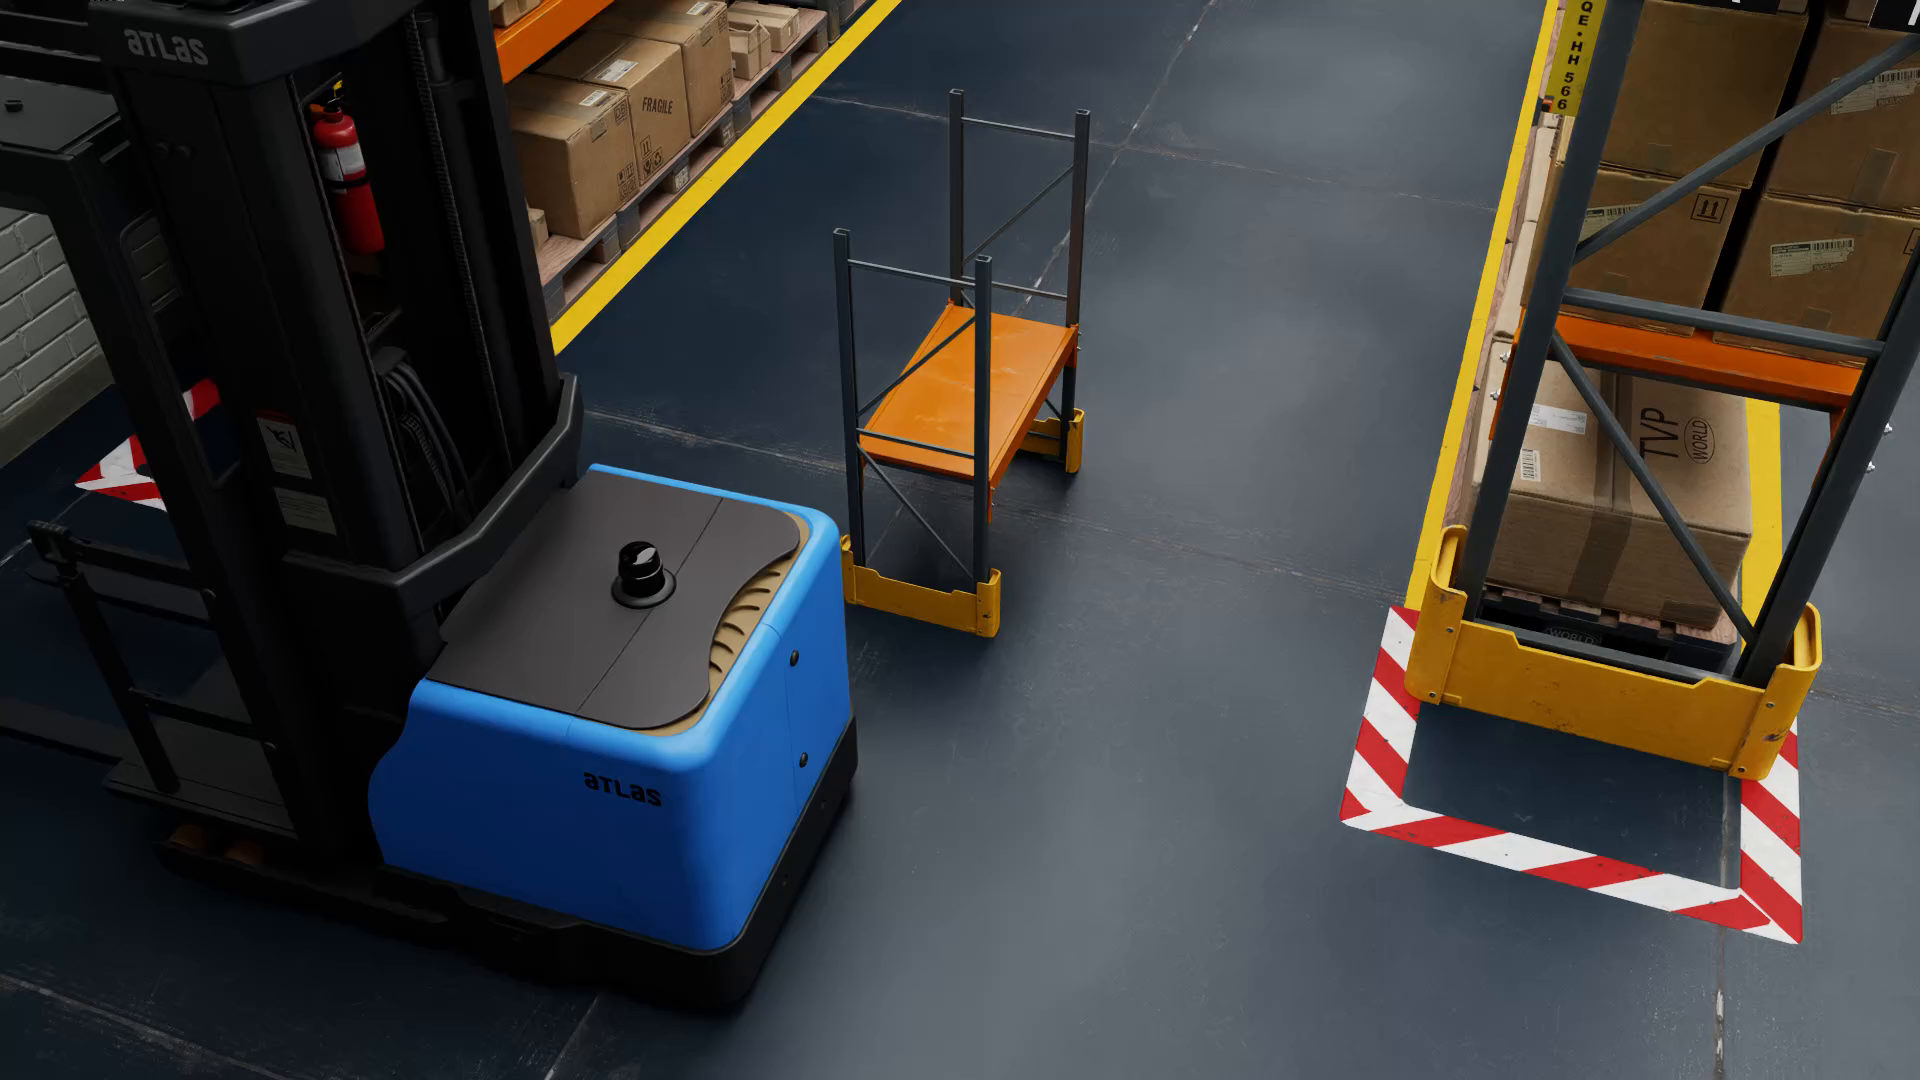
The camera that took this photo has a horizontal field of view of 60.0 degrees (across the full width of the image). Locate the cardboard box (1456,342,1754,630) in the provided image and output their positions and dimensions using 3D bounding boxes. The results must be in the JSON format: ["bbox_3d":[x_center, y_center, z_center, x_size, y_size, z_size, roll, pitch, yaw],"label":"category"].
[{"bbox_3d":[2.243,-0.213,5.839,0.875,0.438,0.875,12,42,14],"label":"cardboard box"}]

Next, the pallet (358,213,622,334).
[{"bbox_3d":[-2.257,-1.175,7.464,1.003,0.211,1.213,13,42,15],"label":"pallet"}]

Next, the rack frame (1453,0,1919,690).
[{"bbox_3d":[2.111,-0.603,4.646,1.000,3.000,0.127,13,42,15],"label":"rack frame"}]

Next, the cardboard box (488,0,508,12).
[{"bbox_3d":[-1.974,-2.283,6.502,0.500,0.250,0.500,14,42,16],"label":"cardboard box"}]

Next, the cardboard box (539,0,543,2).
[{"bbox_3d":[-1.854,-2.384,6.927,0.380,0.149,0.250,14,42,16],"label":"cardboard box"}]

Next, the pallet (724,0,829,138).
[{"bbox_3d":[-1.423,-2.663,9.209,1.003,0.211,1.213,13,42,15],"label":"pallet"}]

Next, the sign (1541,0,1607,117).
[{"bbox_3d":[1.606,-1.263,4.345,0.100,0.325,0.005,13,42,15],"label":"sign"}]

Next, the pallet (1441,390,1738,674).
[{"bbox_3d":[2.311,-0.048,6.143,1.003,0.211,1.213,13,42,15],"label":"pallet"}]

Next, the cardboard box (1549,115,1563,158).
[{"bbox_3d":[2.380,-1.613,5.753,0.500,0.500,0.500,14,43,16],"label":"cardboard box"}]

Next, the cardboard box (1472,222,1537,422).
[{"bbox_3d":[2.548,-0.773,6.496,0.875,0.438,0.875,14,43,16],"label":"cardboard box"}]

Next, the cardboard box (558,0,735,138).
[{"bbox_3d":[-1.573,-2.410,8.366,0.700,0.500,0.500,12,42,13],"label":"cardboard box"}]

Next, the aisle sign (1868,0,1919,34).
[{"bbox_3d":[2.359,-1.484,3.676,0.394,0.787,0.004,13,42,15],"label":"aisle sign"}]

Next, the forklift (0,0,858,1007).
[{"bbox_3d":[-1.900,-0.370,4.425,3.031,2.935,1.130,12,42,13],"label":"forklift"}]

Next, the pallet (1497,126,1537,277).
[{"bbox_3d":[3.145,-1.536,7.888,1.003,0.211,1.213,13,42,15],"label":"pallet"}]

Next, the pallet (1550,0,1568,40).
[{"bbox_3d":[4.087,-3.216,9.857,1.003,0.211,1.213,13,42,15],"label":"pallet"}]

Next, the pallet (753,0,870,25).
[{"bbox_3d":[-0.944,-3.586,10.291,1.003,0.211,1.213,13,42,15],"label":"pallet"}]

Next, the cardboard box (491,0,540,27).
[{"bbox_3d":[-1.940,-2.221,6.736,0.380,0.149,0.250,15,43,16],"label":"cardboard box"}]

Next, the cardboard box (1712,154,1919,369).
[{"bbox_3d":[2.545,-0.871,4.882,0.500,0.500,0.500,13,42,15],"label":"cardboard box"}]

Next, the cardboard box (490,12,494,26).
[{"bbox_3d":[-2.084,-2.080,6.571,0.380,0.149,0.250,13,42,15],"label":"cardboard box"}]

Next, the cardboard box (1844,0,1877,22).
[{"bbox_3d":[2.493,-1.424,4.260,0.380,0.149,0.250,14,42,16],"label":"cardboard box"}]

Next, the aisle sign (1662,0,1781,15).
[{"bbox_3d":[1.795,-1.617,3.832,0.394,0.787,0.004,13,42,15],"label":"aisle sign"}]

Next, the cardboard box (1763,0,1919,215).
[{"bbox_3d":[2.543,-1.251,4.558,0.500,0.500,0.500,12,42,14],"label":"cardboard box"}]

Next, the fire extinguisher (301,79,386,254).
[{"bbox_3d":[-2.171,-1.339,5.856,0.296,0.674,0.183,13,42,15],"label":"fire extinguisher"}]

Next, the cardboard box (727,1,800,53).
[{"bbox_3d":[-1.101,-2.813,9.109,0.380,0.149,0.250,12,42,14],"label":"cardboard box"}]

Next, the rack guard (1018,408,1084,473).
[{"bbox_3d":[0.196,-0.445,6.579,0.587,0.250,0.087,13,42,15],"label":"rack guard"}]

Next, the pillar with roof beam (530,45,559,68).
[{"bbox_3d":[1.773,-5.245,5.464,9.100,9.000,0.400,13,42,15],"label":"pillar with roof beam"}]

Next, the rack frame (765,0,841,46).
[{"bbox_3d":[-1.187,-4.143,8.794,1.000,3.000,0.127,13,42,15],"label":"rack frame"}]

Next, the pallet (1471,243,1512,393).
[{"bbox_3d":[2.730,-0.789,7.012,1.003,0.211,1.213,13,42,15],"label":"pallet"}]

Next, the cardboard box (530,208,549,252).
[{"bbox_3d":[-2.075,-1.381,7.430,0.380,0.149,0.250,12,42,13],"label":"cardboard box"}]

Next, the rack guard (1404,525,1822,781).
[{"bbox_3d":[2.103,0.362,5.440,1.175,0.500,0.348,13,42,15],"label":"rack guard"}]

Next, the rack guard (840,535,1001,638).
[{"bbox_3d":[-0.144,0.162,5.867,0.587,0.250,0.087,13,42,15],"label":"rack guard"}]

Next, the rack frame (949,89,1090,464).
[{"bbox_3d":[0.203,-0.933,6.188,0.500,1.500,0.032,13,42,15],"label":"rack frame"}]

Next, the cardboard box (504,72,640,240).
[{"bbox_3d":[-1.928,-1.776,7.623,0.700,0.500,0.500,15,43,17],"label":"cardboard box"}]

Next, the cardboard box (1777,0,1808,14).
[{"bbox_3d":[2.046,-1.532,4.387,0.380,0.149,0.250,14,42,16],"label":"cardboard box"}]

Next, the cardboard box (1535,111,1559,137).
[{"bbox_3d":[3.163,-1.869,7.780,0.875,0.438,0.875,13,42,14],"label":"cardboard box"}]

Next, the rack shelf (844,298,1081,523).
[{"bbox_3d":[0.029,-0.486,5.941,0.538,0.185,1.000,13,42,15],"label":"rack shelf"}]

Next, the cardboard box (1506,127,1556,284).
[{"bbox_3d":[2.858,-1.323,7.140,0.875,0.438,0.875,12,42,14],"label":"cardboard box"}]

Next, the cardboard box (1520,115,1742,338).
[{"bbox_3d":[2.027,-0.994,5.027,0.500,0.500,0.500,14,42,15],"label":"cardboard box"}]

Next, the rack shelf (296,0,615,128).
[{"bbox_3d":[-1.871,-2.649,7.598,1.077,0.370,4.000,13,42,15],"label":"rack shelf"}]

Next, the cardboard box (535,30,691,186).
[{"bbox_3d":[-1.653,-2.077,7.975,0.500,0.500,0.500,14,42,16],"label":"cardboard box"}]

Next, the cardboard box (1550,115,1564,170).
[{"bbox_3d":[2.213,-1.297,5.382,0.500,0.500,0.500,12,42,14],"label":"cardboard box"}]

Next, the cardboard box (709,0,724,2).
[{"bbox_3d":[-1.635,-2.929,9.120,0.500,0.311,0.500,15,43,17],"label":"cardboard box"}]

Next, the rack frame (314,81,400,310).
[{"bbox_3d":[-2.555,-1.703,5.935,1.000,3.000,0.127,13,42,15],"label":"rack frame"}]

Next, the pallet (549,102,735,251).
[{"bbox_3d":[-1.838,-1.916,8.334,1.003,0.211,1.213,13,42,15],"label":"pallet"}]

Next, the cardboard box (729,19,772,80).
[{"bbox_3d":[-1.223,-2.639,8.816,0.396,0.266,0.258,15,43,17],"label":"cardboard box"}]

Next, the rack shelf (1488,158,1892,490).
[{"bbox_3d":[2.795,-1.550,6.309,1.077,0.370,4.000,13,42,15],"label":"rack shelf"}]

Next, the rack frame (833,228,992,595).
[{"bbox_3d":[-0.145,-0.313,5.461,0.500,1.500,0.032,13,42,15],"label":"rack frame"}]

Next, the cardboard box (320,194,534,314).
[{"bbox_3d":[-2.257,-1.265,7.021,0.797,0.503,0.637,12,42,13],"label":"cardboard box"}]

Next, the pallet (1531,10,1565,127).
[{"bbox_3d":[3.672,-2.470,8.982,1.003,0.211,1.213,13,42,15],"label":"pallet"}]

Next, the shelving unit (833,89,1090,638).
[{"bbox_3d":[0.026,-0.617,5.818,0.587,1.500,1.083,13,42,15],"label":"shelving unit"}]

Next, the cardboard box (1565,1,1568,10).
[{"bbox_3d":[3.917,-3.343,9.171,0.875,0.875,0.875,14,43,16],"label":"cardboard box"}]

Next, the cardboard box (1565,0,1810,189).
[{"bbox_3d":[2.052,-1.369,4.696,0.500,0.500,0.500,15,43,16],"label":"cardboard box"}]
